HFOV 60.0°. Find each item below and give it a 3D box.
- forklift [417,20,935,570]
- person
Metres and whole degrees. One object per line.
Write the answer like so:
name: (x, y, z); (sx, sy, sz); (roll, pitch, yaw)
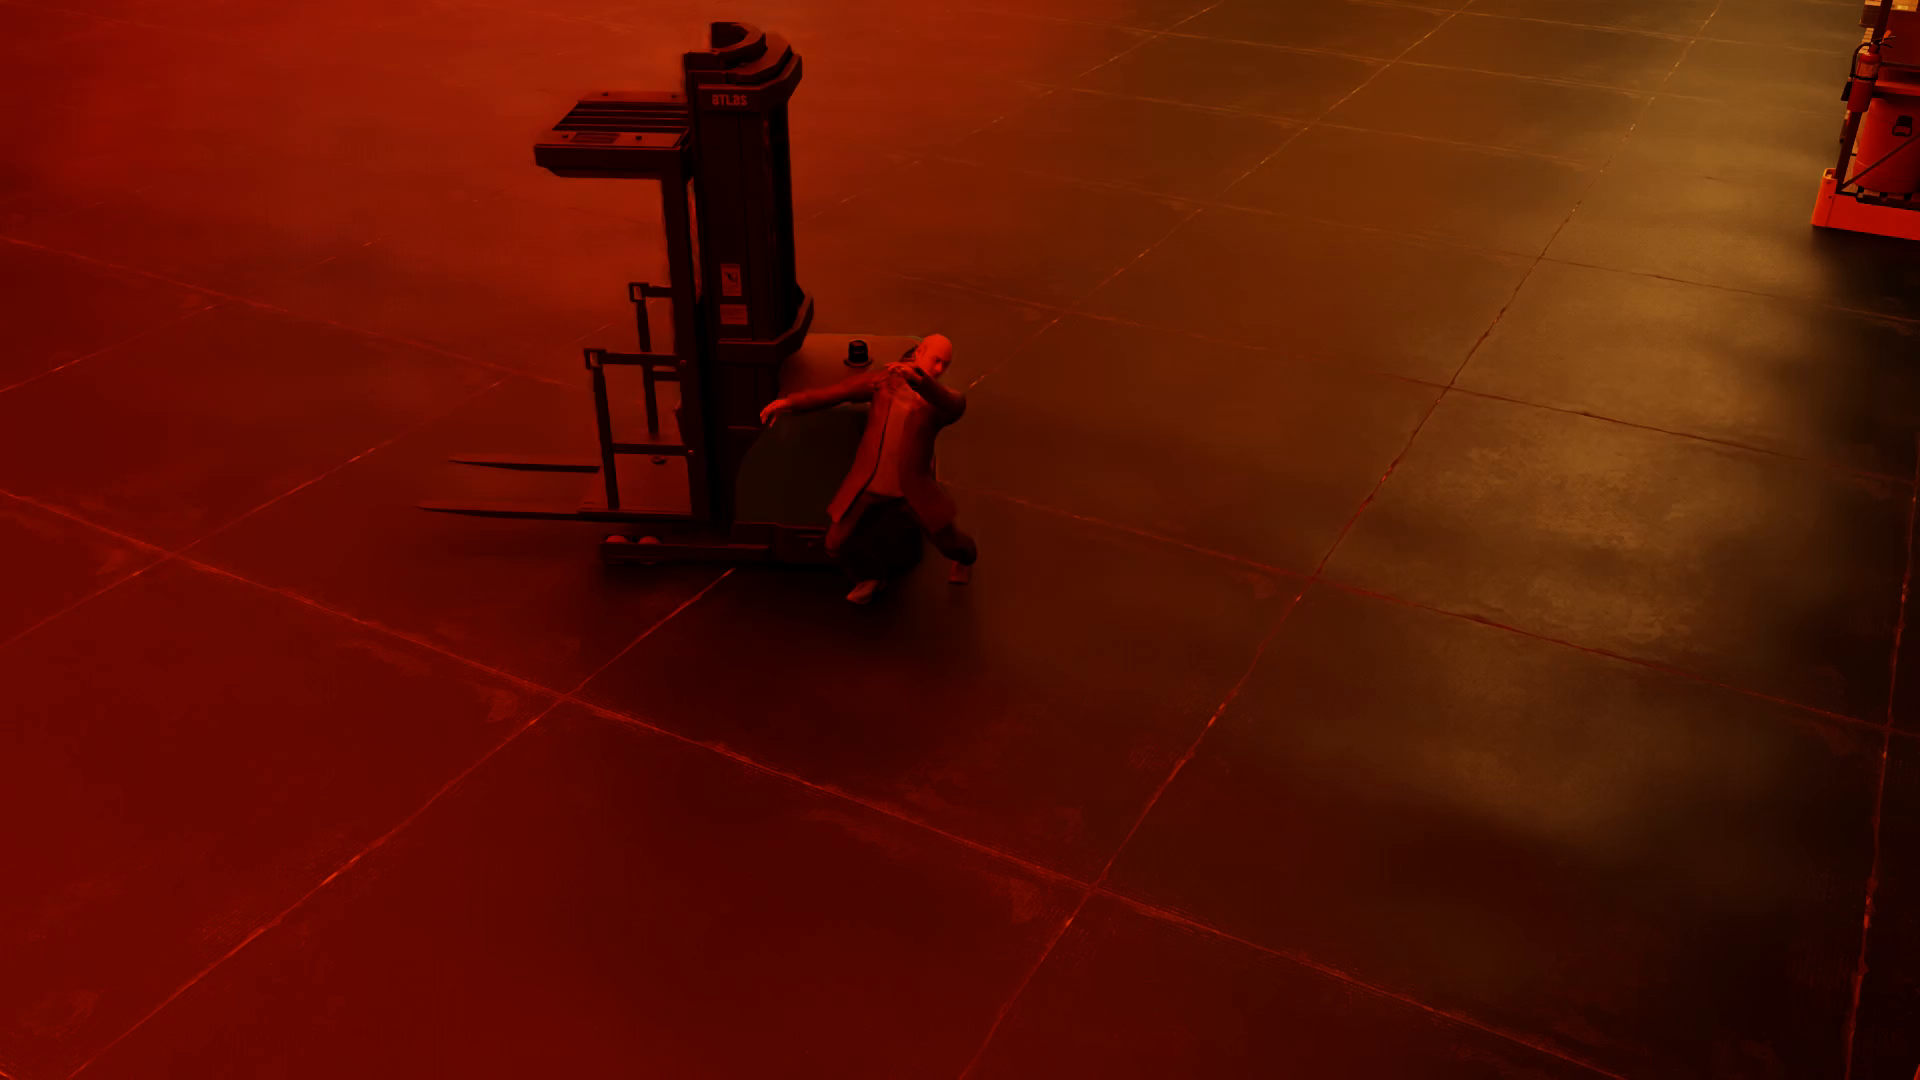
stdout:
forklift: (-1.697, -1.381, 9.464); (3.031, 2.935, 1.130); (2, 30, 4)
person: (-0.487, -0.371, 9.027); (1.129, 1.583, 0.754); (4, 30, 6)
